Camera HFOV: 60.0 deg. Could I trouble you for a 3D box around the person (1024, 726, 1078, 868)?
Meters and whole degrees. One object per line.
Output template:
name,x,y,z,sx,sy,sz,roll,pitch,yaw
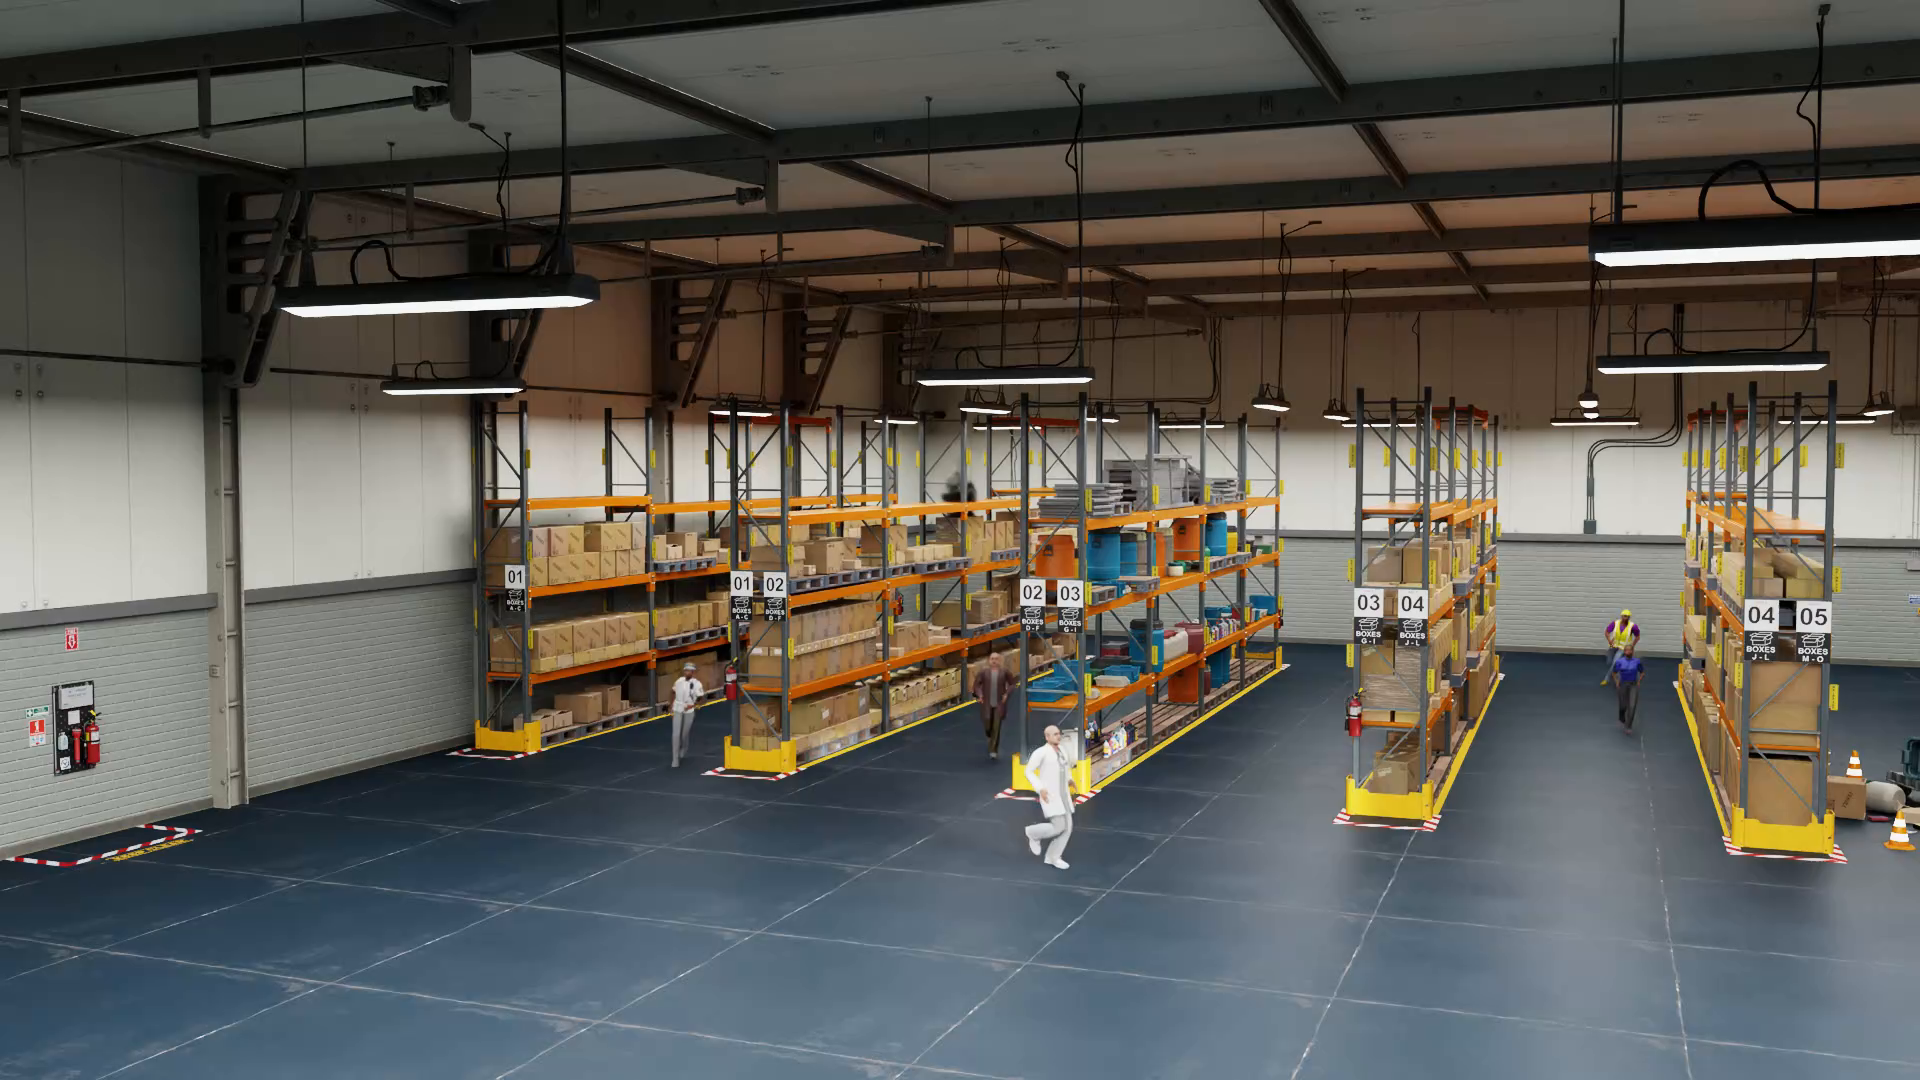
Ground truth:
person,1.128,3.147,20.465,0.709,1.737,0.640,-3,4,-44

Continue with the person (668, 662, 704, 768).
person,-4.495,2.847,27.359,0.599,1.696,0.783,0,3,0

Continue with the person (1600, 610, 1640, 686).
person,14.641,2.371,36.805,0.735,1.684,0.865,2,3,35

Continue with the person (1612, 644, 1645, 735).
person,12.261,2.719,30.502,0.578,1.625,0.669,1,3,17

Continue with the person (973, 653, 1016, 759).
person,0.576,2.763,27.924,0.726,1.745,0.865,0,3,3
